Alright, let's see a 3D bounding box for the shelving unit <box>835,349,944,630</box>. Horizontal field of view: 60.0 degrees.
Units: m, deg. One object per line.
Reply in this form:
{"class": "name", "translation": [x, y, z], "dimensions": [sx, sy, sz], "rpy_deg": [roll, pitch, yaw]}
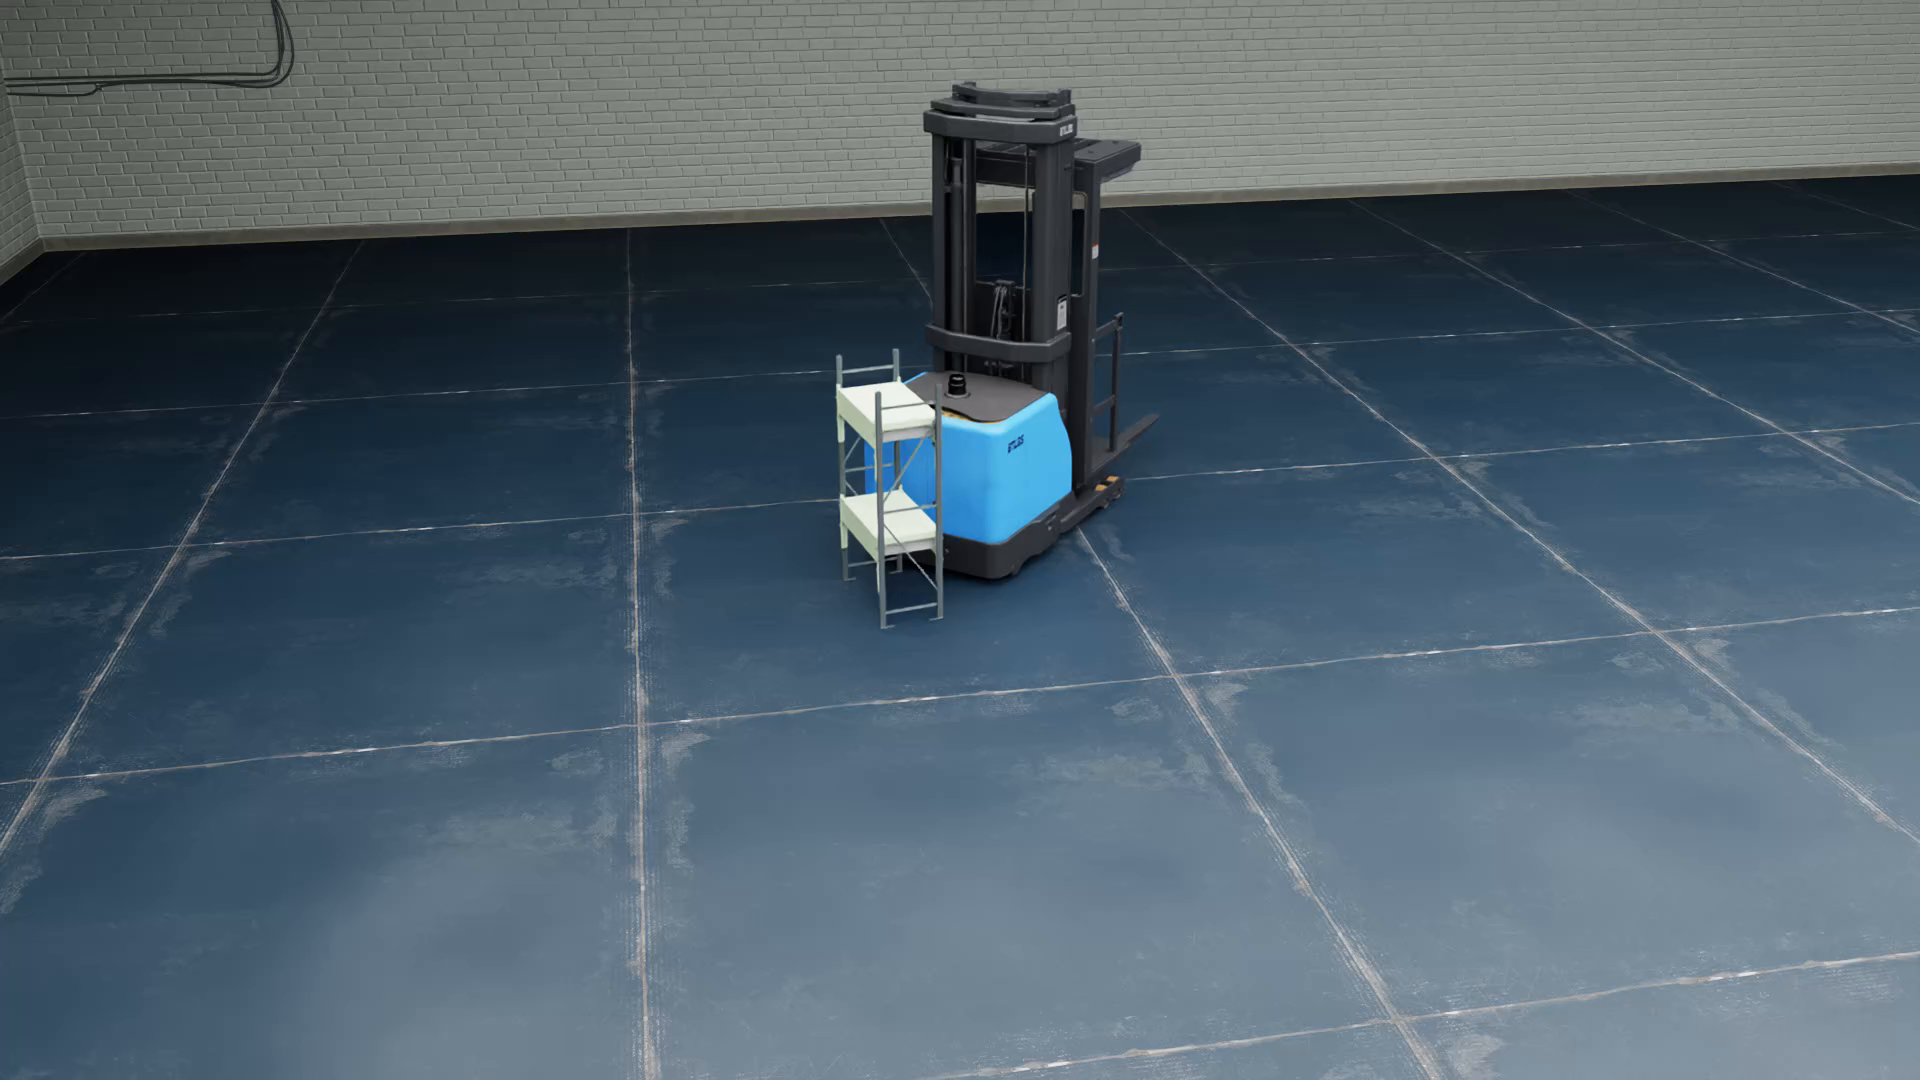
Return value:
{"class": "shelving unit", "translation": [-0.429, -0.315, 10.098], "dimensions": [0.431, 1.500, 0.755], "rpy_deg": [-9, 25, -20]}

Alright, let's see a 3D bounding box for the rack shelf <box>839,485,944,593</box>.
{"class": "rack shelf", "translation": [-0.429, -0.016, 10.228], "dimensions": [0.431, 0.370, 0.720], "rpy_deg": [-9, 25, -20]}

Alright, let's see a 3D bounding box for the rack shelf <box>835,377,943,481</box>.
{"class": "rack shelf", "translation": [-0.429, -0.673, 9.942], "dimensions": [0.431, 0.370, 0.720], "rpy_deg": [-9, 25, -20]}

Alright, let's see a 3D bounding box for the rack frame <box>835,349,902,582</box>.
{"class": "rack frame", "translation": [-0.563, -0.451, 10.410], "dimensions": [0.400, 1.500, 0.023], "rpy_deg": [-9, 25, -20]}

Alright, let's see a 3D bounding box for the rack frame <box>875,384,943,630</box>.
{"class": "rack frame", "translation": [-0.295, -0.179, 9.786], "dimensions": [0.400, 1.500, 0.023], "rpy_deg": [-9, 25, -20]}

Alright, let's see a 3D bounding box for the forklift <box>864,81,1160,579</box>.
{"class": "forklift", "translation": [0.526, -1.648, 11.361], "dimensions": [1.130, 2.935, 3.031], "rpy_deg": [13, 27, 26]}

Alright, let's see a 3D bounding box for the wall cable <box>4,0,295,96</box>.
{"class": "wall cable", "translation": [-8.846, -6.032, 17.697], "dimensions": [3.097, 2.526, 0.112], "rpy_deg": [-4, 24, -10]}
